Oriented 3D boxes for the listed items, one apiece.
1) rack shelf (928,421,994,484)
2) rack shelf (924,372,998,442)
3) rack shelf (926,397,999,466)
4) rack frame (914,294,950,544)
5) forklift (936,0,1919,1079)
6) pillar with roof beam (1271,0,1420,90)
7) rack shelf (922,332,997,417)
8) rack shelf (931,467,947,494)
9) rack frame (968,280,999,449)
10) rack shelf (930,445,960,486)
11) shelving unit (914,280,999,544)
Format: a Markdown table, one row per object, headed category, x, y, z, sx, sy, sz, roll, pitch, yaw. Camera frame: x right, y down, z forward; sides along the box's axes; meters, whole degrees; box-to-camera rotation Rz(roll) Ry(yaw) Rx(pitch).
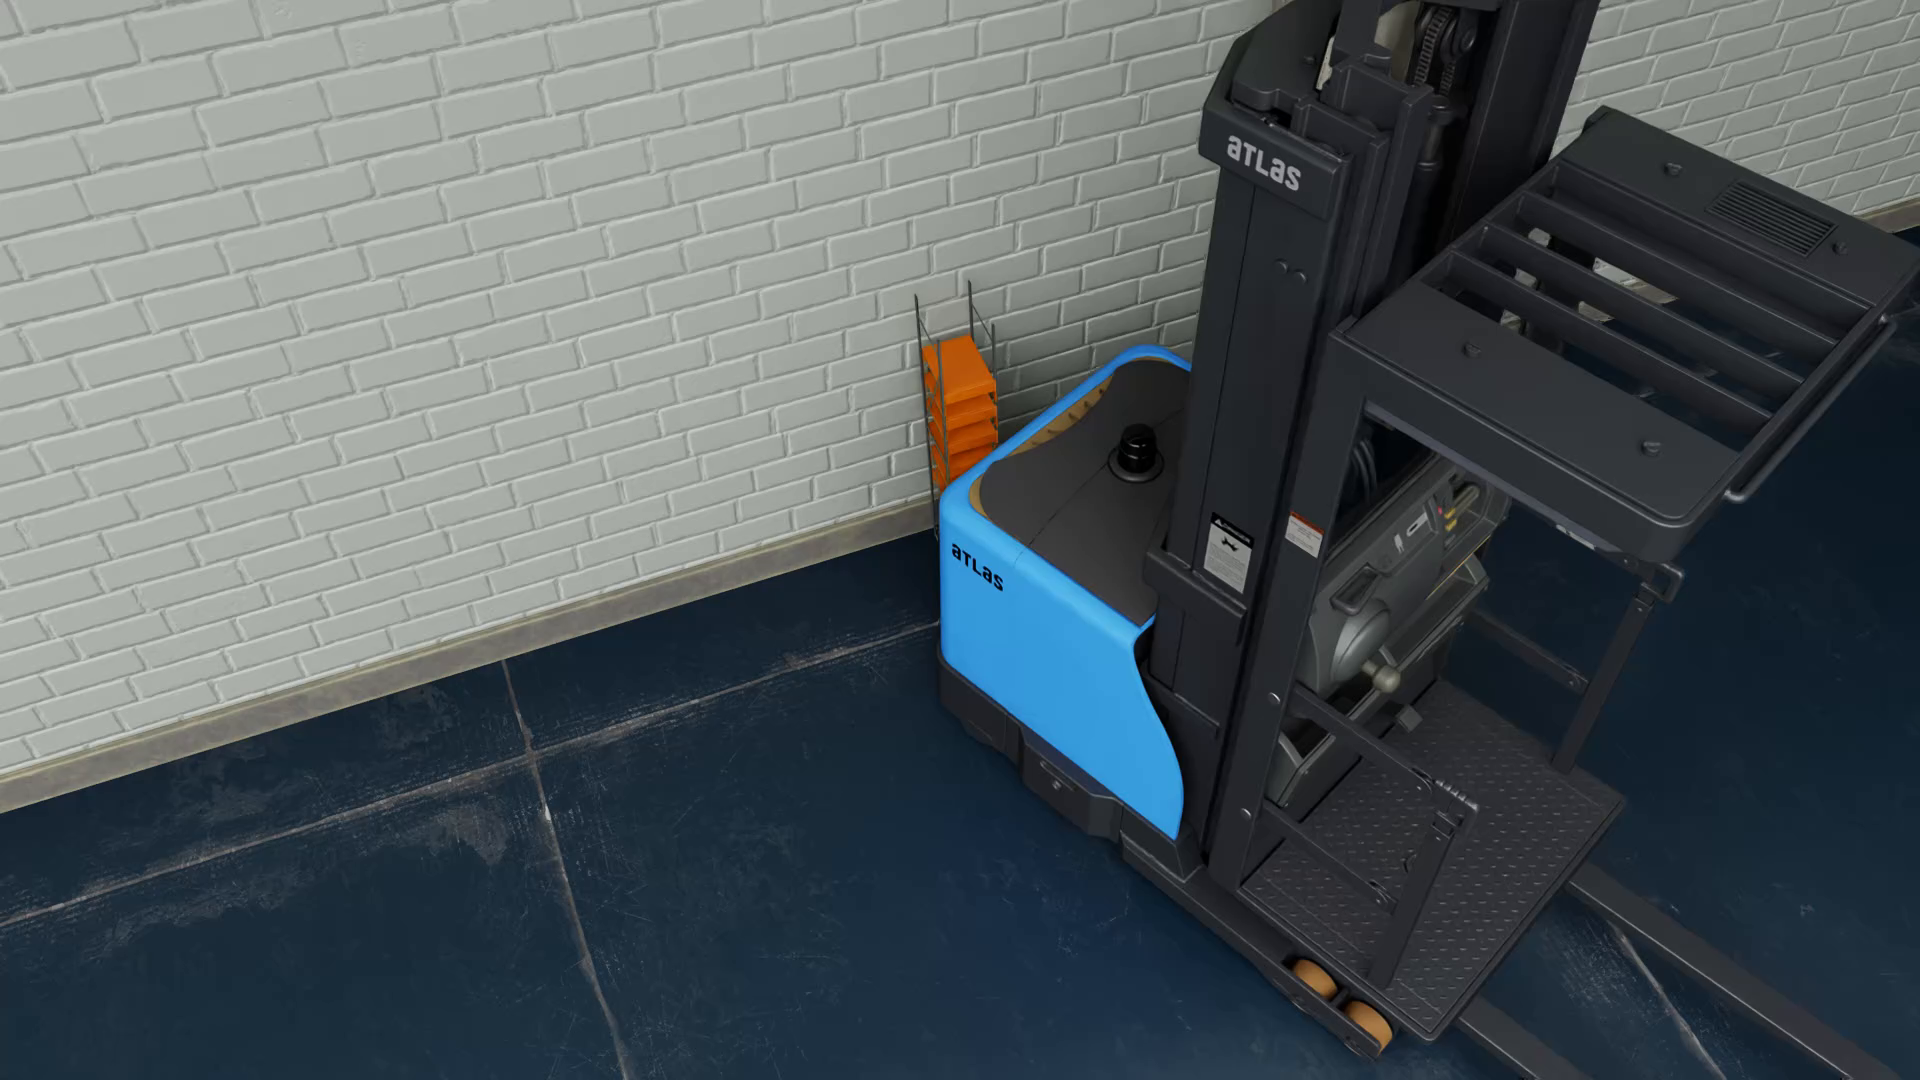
| category | x | y | z | sx | sy | sz | roll | pitch | yaw |
| --- | --- | --- | --- | --- | --- | --- | --- | --- | --- |
| rack shelf | 0.009 | -0.319 | 5.787 | 0.180 | 0.103 | 0.258 | -17 | 51 | -11 |
| rack shelf | -0.001 | -0.473 | 5.602 | 0.180 | 0.103 | 0.258 | -17 | 51 | -11 |
| rack shelf | 0.004 | -0.396 | 5.695 | 0.180 | 0.103 | 0.258 | -17 | 51 | -11 |
| rack frame | -0.079 | -0.322 | 5.736 | 0.006 | 1.200 | 0.240 | -17 | 51 | -11 |
| forklift | 1.333 | 0.120 | 4.215 | 3.031 | 2.935 | 1.130 | 36 | 58 | 27 |
| pillar with roof beam | 2.832 | -0.264 | 0.545 | 0.400 | 9.000 | 9.100 | -17 | 52 | -14 |
| rack shelf | -0.006 | -0.549 | 5.510 | 0.180 | 0.103 | 0.258 | -17 | 51 | -11 |
| rack shelf | 0.019 | -0.166 | 5.971 | 0.180 | 0.103 | 0.258 | -17 | 51 | -11 |
| rack frame | 0.093 | -0.374 | 5.770 | 0.006 | 1.200 | 0.240 | -17 | 51 | -11 |
| rack shelf | 0.014 | -0.243 | 5.879 | 0.180 | 0.103 | 0.258 | -17 | 51 | -11 |
| shelving unit | 0.007 | -0.348 | 5.753 | 0.189 | 1.200 | 0.258 | -17 | 51 | -11 |
